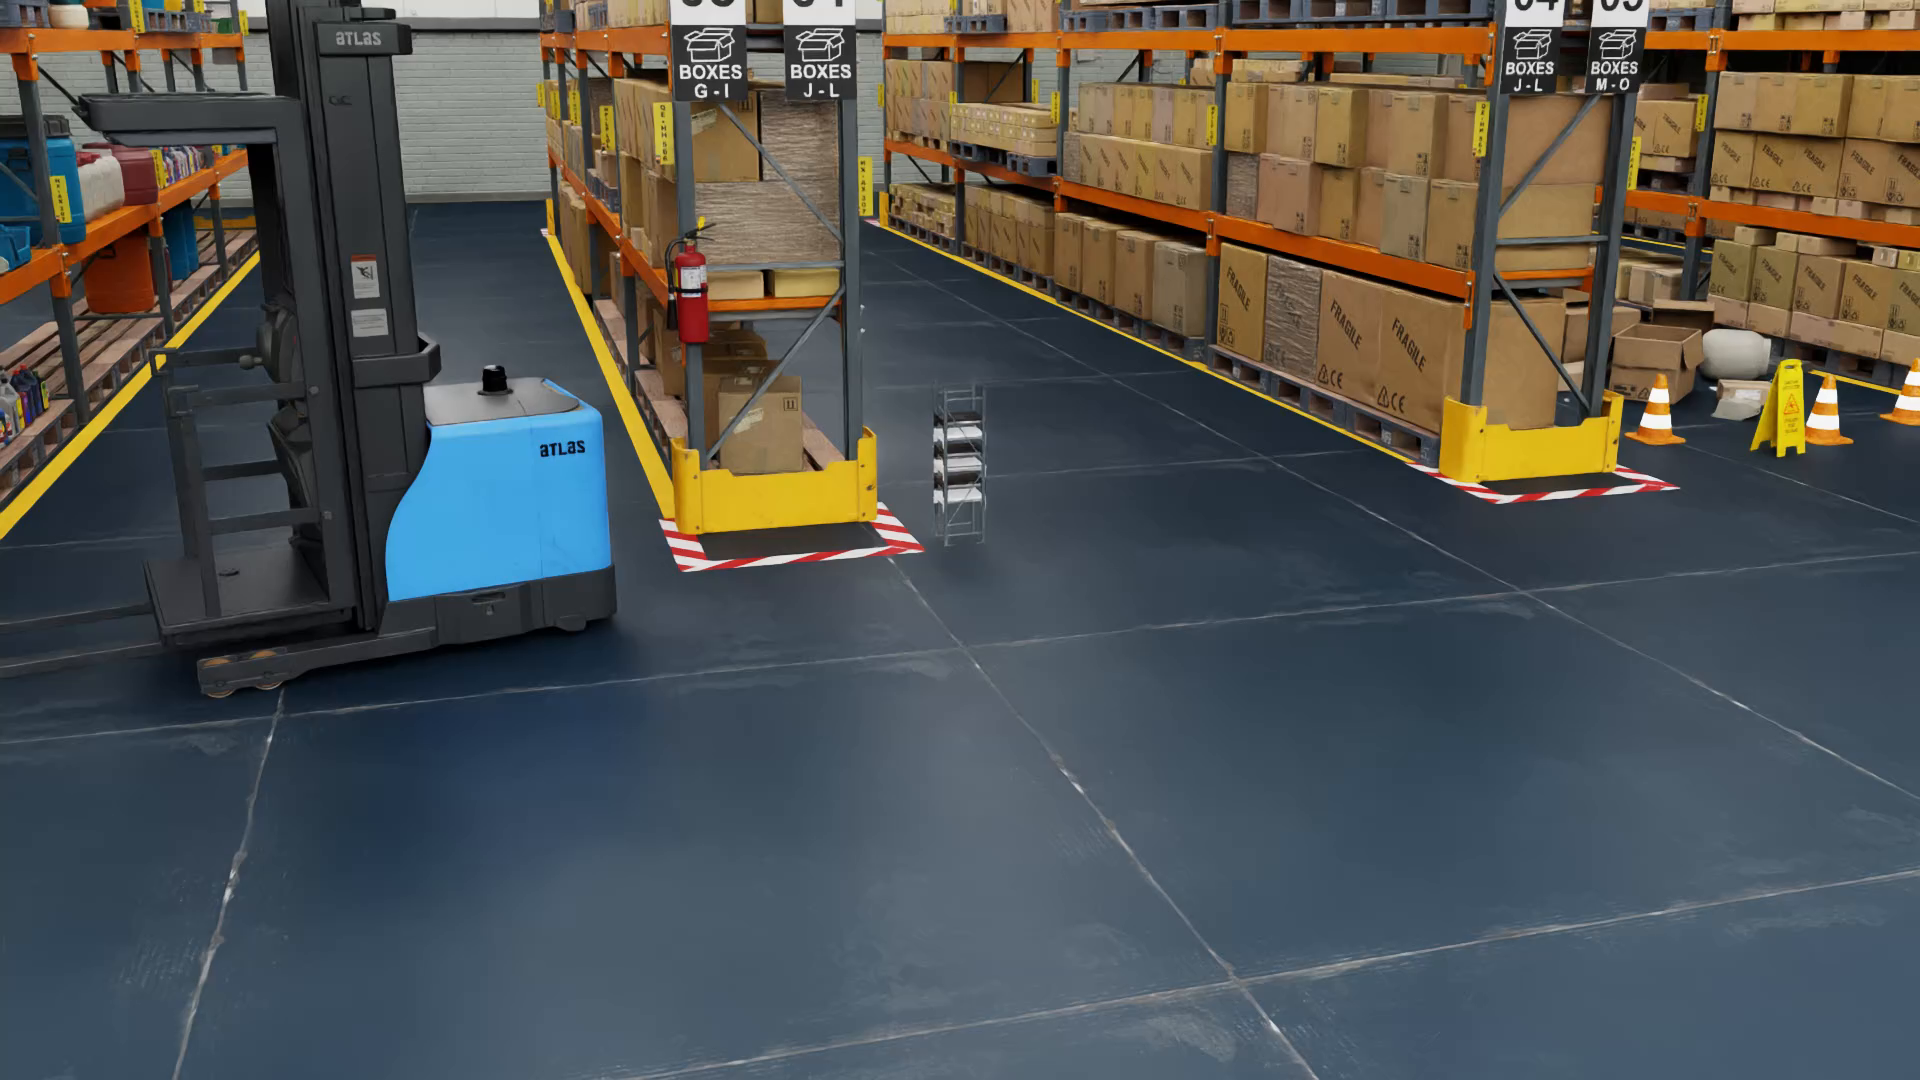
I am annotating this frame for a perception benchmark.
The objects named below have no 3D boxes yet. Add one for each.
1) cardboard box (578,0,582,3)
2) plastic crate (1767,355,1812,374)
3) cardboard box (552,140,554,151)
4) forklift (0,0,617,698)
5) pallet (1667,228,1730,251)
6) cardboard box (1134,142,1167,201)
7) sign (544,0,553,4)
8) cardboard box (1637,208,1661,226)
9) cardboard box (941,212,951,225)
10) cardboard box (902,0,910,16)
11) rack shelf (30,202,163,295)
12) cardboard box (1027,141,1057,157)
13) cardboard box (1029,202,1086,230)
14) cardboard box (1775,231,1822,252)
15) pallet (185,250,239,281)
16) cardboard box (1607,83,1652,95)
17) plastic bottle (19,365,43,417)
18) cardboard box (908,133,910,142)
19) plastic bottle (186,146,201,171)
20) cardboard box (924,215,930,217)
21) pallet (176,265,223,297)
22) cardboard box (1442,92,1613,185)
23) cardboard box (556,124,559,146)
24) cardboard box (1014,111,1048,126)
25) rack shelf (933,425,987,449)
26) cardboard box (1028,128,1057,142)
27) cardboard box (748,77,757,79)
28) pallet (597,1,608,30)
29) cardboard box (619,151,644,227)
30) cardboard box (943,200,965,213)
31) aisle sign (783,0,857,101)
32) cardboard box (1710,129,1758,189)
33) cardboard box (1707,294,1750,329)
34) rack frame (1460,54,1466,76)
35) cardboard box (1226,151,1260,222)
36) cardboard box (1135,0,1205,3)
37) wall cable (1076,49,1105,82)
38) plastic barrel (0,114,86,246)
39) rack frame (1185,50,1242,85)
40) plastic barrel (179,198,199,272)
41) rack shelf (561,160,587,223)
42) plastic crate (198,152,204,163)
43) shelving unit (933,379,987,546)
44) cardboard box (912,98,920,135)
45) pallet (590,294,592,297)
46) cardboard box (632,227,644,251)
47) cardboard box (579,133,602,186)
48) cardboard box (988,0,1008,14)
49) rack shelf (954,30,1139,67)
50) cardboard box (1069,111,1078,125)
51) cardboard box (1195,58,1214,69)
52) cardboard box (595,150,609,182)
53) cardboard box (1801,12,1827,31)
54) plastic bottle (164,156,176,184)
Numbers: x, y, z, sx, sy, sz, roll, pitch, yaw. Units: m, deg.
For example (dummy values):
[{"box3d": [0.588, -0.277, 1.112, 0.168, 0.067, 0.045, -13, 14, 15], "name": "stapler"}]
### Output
[{"box3d": [-3.245, -5.180, 15.226, 0.500, 0.500, 0.500, -5, 17, -15], "name": "cardboard box"}, {"box3d": [7.008, -1.527, 14.396, 0.402, 0.080, 0.583, -12, 20, -34], "name": "plastic crate"}, {"box3d": [-5.257, -5.290, 22.286, 0.380, 0.149, 0.250, -5, 17, -17], "name": "cardboard box"}, {"box3d": [-3.200, -0.895, 7.337, 3.031, 2.935, 1.130, -9, 19, -28], "name": "forklift"}, {"box3d": [10.537, -4.135, 22.851, 1.003, 0.211, 1.213, -5, 17, -15], "name": "pallet"}, {"box3d": [1.955, -3.456, 15.568, 0.500, 0.500, 0.500, -5, 17, -15], "name": "cardboard box"}, {"box3d": [-4.895, -6.531, 19.731, 0.100, 0.325, 0.005, -5, 17, -15], "name": "sign"}, {"box3d": [10.011, -4.736, 23.621, 0.500, 0.500, 0.500, -5, 17, -16], "name": "cardboard box"}, {"box3d": [-0.043, -4.332, 22.368, 0.380, 0.149, 0.250, -6, 18, -18], "name": "cardboard box"}, {"box3d": [-0.522, -7.501, 23.389, 0.500, 0.250, 0.500, -4, 17, -15], "name": "cardboard box"}, {"box3d": [-7.475, -2.458, 13.671, 1.077, 0.370, 4.000, -5, 17, -15], "name": "rack shelf"}, {"box3d": [0.957, -4.292, 18.234, 0.380, 0.149, 0.250, -4, 17, -14], "name": "cardboard box"}, {"box3d": [1.094, -3.643, 18.677, 0.500, 0.250, 0.500, -5, 17, -17], "name": "cardboard box"}, {"box3d": [7.388, -2.612, 14.554, 0.380, 0.149, 0.250, -4, 17, -13], "name": "cardboard box"}, {"box3d": [-9.363, -3.327, 20.161, 1.003, 0.211, 1.213, -5, 17, -15], "name": "pallet"}, {"box3d": [6.721, -4.500, 16.670, 0.380, 0.149, 0.250, -5, 18, -18], "name": "cardboard box"}, {"box3d": [-6.471, -1.036, 11.526, 0.144, 0.351, 0.185, -5, 17, -17], "name": "plastic bottle"}, {"box3d": [-0.555, -5.882, 24.255, 0.380, 0.149, 0.250, -4, 17, -13], "name": "cardboard box"}, {"box3d": [-8.705, -4.319, 18.832, 0.152, 0.276, 0.135, -5, 17, -15], "name": "plastic bottle"}, {"box3d": [-0.292, -4.499, 23.441, 0.380, 0.149, 0.250, -4, 17, -14], "name": "cardboard box"}, {"box3d": [-8.952, -2.910, 18.772, 1.003, 0.211, 1.213, -5, 17, -15], "name": "pallet"}, {"box3d": [3.668, -2.593, 10.733, 0.875, 0.550, 0.550, -5, 17, -15], "name": "cardboard box"}, {"box3d": [-4.880, -5.169, 21.188, 0.500, 0.250, 0.500, -4, 17, -14], "name": "cardboard box"}, {"box3d": [0.820, -4.719, 18.619, 0.380, 0.149, 0.250, -4, 17, -14], "name": "cardboard box"}, {"box3d": [-0.002, -0.574, 9.288, 0.258, 0.077, 0.200, -5, 17, -15], "name": "rack shelf"}, {"box3d": [0.961, -4.435, 18.193, 0.380, 0.149, 0.250, -4, 17, -14], "name": "cardboard box"}, {"box3d": [-1.775, -3.207, 12.486, 0.500, 0.500, 0.500, -5, 17, -15], "name": "cardboard box"}, {"box3d": [-2.230, -4.167, 13.221, 1.213, 0.211, 1.003, -5, 17, -15], "name": "pallet"}, {"box3d": [-1.995, -2.561, 12.072, 0.875, 0.500, 0.500, -5, 17, -15], "name": "cardboard box"}, {"box3d": [-0.021, -4.484, 22.357, 0.380, 0.149, 0.250, -4, 17, -15], "name": "cardboard box"}, {"box3d": [-0.758, -2.786, 8.994, 0.394, 0.787, 0.004, -5, 17, -15], "name": "aisle sign"}, {"box3d": [7.218, -3.471, 15.102, 0.500, 0.500, 0.500, -5, 17, -15], "name": "cardboard box"}, {"box3d": [7.268, -2.124, 15.358, 0.500, 0.250, 0.500, -6, 18, -18], "name": "cardboard box"}, {"box3d": [8.839, -7.137, 27.998, 1.000, 3.000, 0.127, -5, 17, -15], "name": "rack frame"}, {"box3d": [2.747, -2.976, 13.884, 0.875, 0.550, 0.550, -5, 17, -15], "name": "cardboard box"}, {"box3d": [1.940, -5.115, 15.304, 0.500, 0.311, 0.500, -5, 18, -17], "name": "cardboard box"}, {"box3d": [2.495, -8.803, 31.723, 0.585, 1.953, 0.123, -5, 17, -15], "name": "wall cable"}, {"box3d": [-6.740, -2.620, 12.089, 0.600, 0.901, 0.708, -5, 17, -15], "name": "plastic barrel"}, {"box3d": [4.068, -6.744, 26.688, 1.000, 3.000, 0.127, -5, 17, -15], "name": "rack frame"}, {"box3d": [-8.991, -3.506, 18.828, 0.600, 0.901, 0.708, -5, 17, -15], "name": "plastic barrel"}, {"box3d": [-3.812, -3.956, 18.658, 1.077, 0.370, 4.000, -5, 17, -15], "name": "rack shelf"}, {"box3d": [-9.114, -4.505, 19.588, 0.396, 0.136, 0.243, -5, 17, -15], "name": "plastic crate"}, {"box3d": [-0.002, -0.433, 9.330, 0.258, 0.900, 0.210, -5, 17, -15], "name": "shelving unit"}, {"box3d": [-0.366, -5.946, 23.340, 0.500, 0.500, 0.500, -5, 17, -17], "name": "cardboard box"}, {"box3d": [-3.738, -2.973, 18.981, 1.003, 0.211, 1.213, -5, 17, -15], "name": "pallet"}, {"box3d": [-2.135, -2.159, 11.863, 0.380, 0.149, 0.250, -5, 17, -15], "name": "cardboard box"}, {"box3d": [-3.636, -3.912, 17.088, 0.500, 0.500, 0.500, -4, 17, -14], "name": "cardboard box"}, {"box3d": [0.733, -6.467, 19.645, 0.797, 0.503, 0.637, -5, 17, -16], "name": "cardboard box"}, {"box3d": [0.985, -5.757, 19.439, 1.077, 0.370, 4.000, -5, 17, -15], "name": "rack shelf"}, {"box3d": [1.454, -4.763, 18.766, 0.380, 0.149, 0.250, -5, 17, -16], "name": "cardboard box"}, {"box3d": [3.899, -7.461, 26.036, 0.380, 0.149, 0.250, -4, 17, -14], "name": "cardboard box"}, {"box3d": [-3.023, -3.395, 15.070, 0.500, 0.250, 0.500, -5, 17, -17], "name": "cardboard box"}, {"box3d": [7.438, -4.426, 14.195, 0.380, 0.149, 0.250, -4, 17, -14], "name": "cardboard box"}, {"box3d": [-8.214, -3.825, 17.188, 0.152, 0.276, 0.135, -5, 17, -15], "name": "plastic bottle"}]
